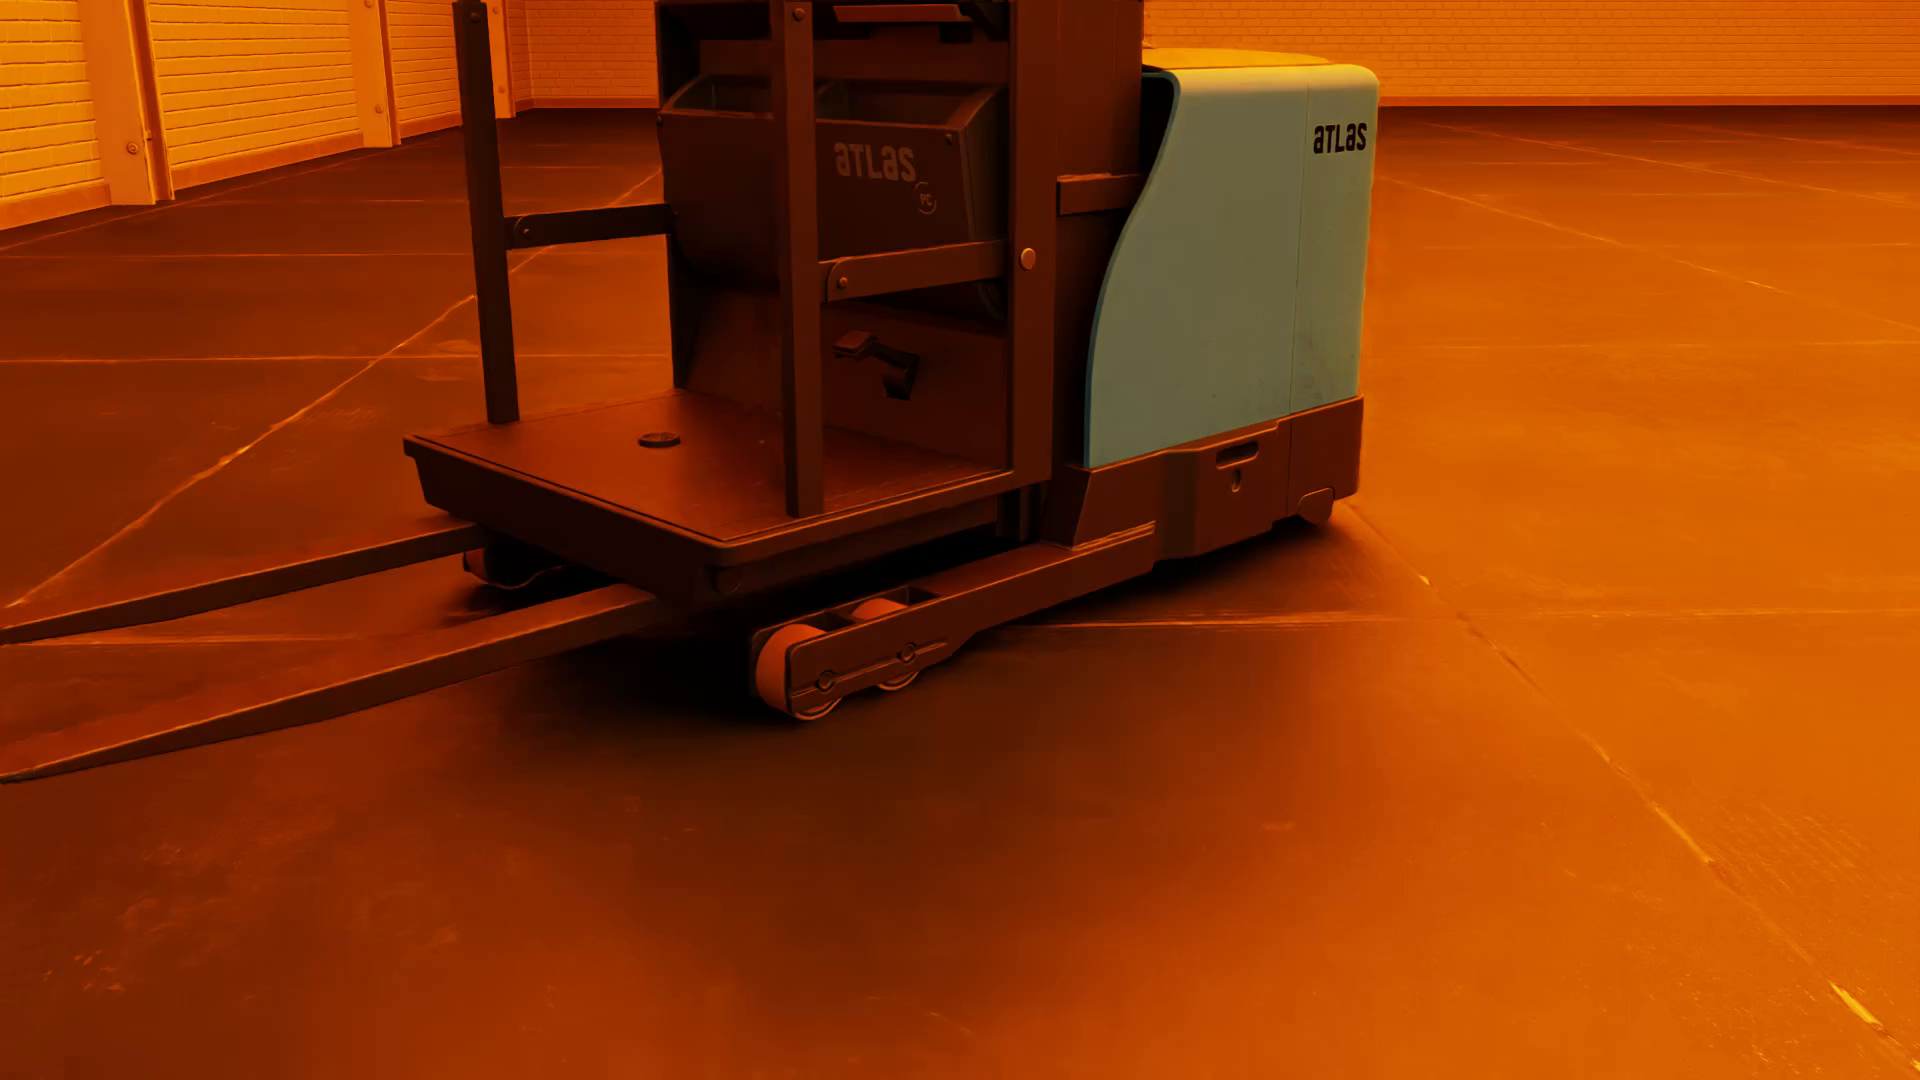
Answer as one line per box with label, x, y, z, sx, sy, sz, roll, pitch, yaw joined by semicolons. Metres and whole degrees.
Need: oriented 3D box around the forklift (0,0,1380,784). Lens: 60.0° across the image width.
forklift;-0.425;-1.257;3.018;3.031;2.935;1.130;-16;23;-42
